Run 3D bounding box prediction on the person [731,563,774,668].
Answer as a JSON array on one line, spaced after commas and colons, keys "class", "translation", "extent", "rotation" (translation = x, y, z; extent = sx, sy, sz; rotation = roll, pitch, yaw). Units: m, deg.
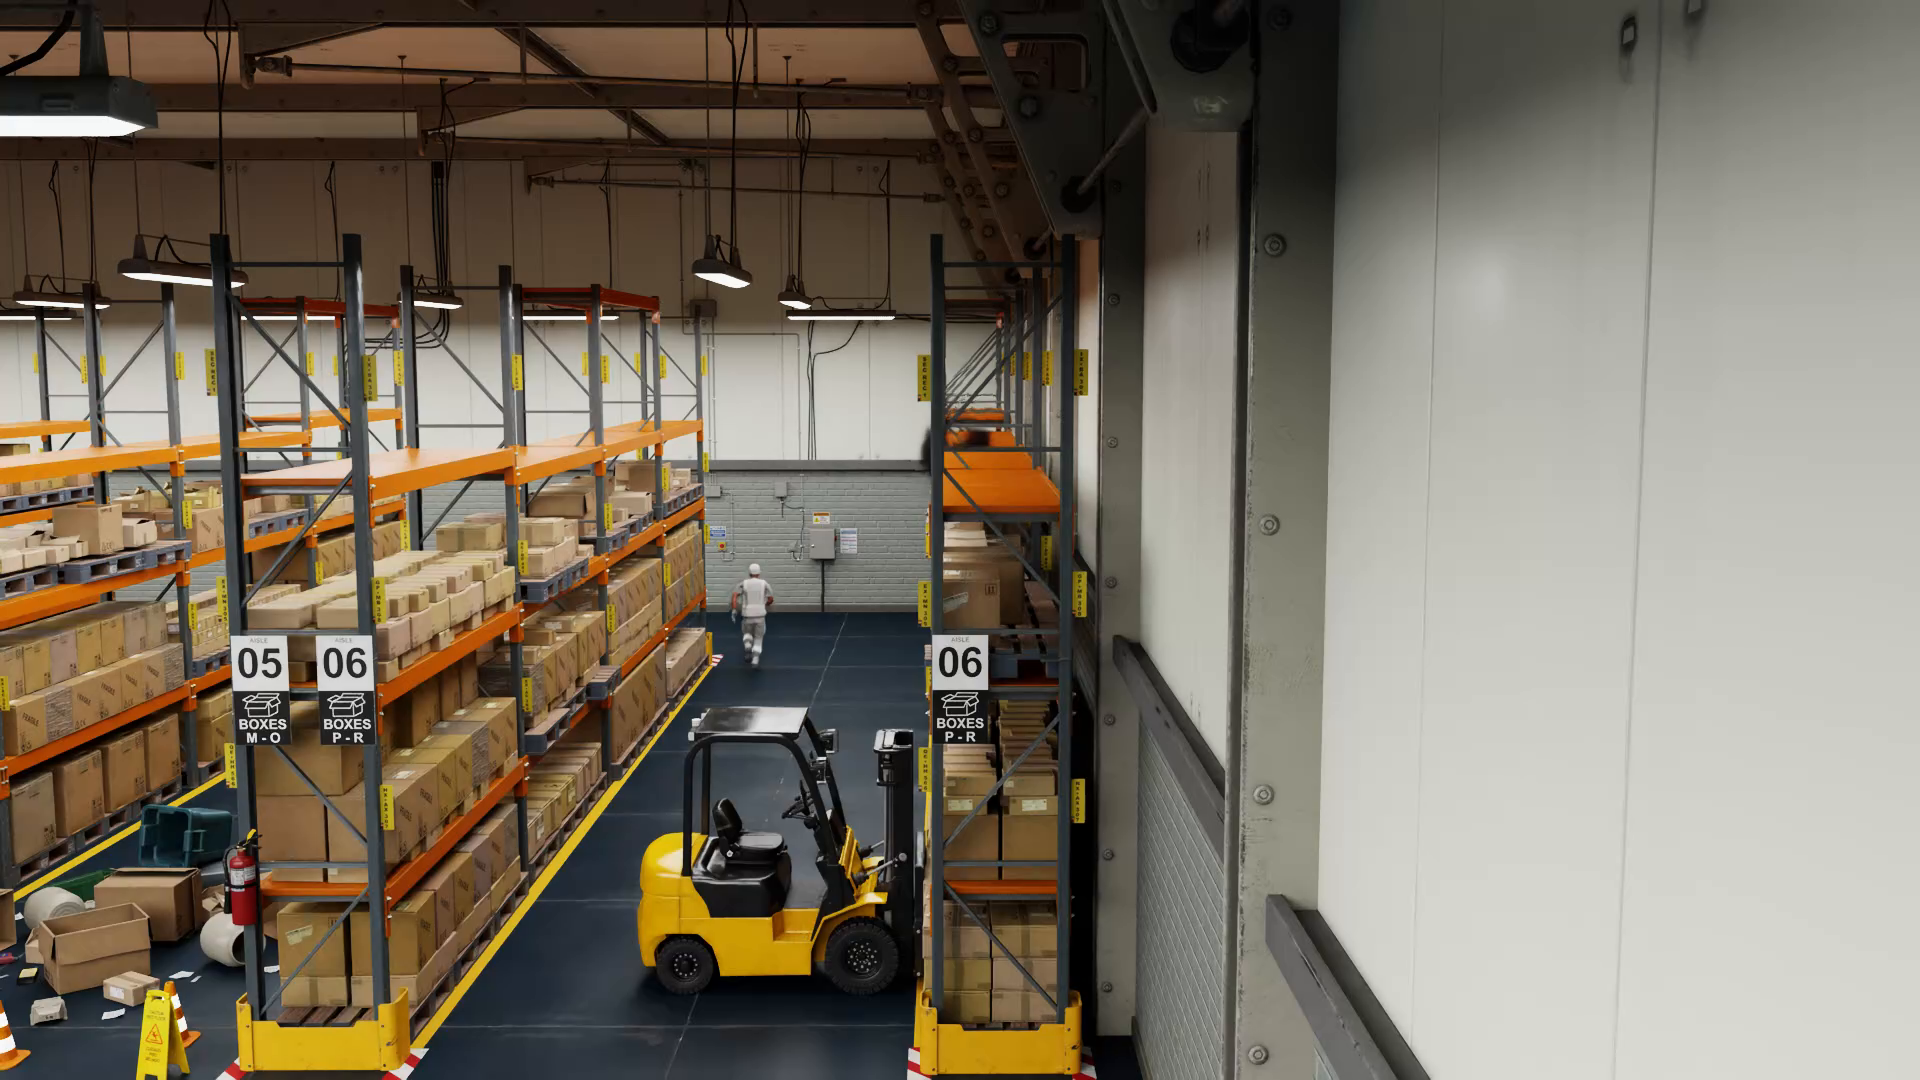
[{"class": "person", "translation": [-3.454, 1.243, 27.722], "extent": [0.695, 1.728, 0.620], "rotation": [-1, 6, -5]}]
